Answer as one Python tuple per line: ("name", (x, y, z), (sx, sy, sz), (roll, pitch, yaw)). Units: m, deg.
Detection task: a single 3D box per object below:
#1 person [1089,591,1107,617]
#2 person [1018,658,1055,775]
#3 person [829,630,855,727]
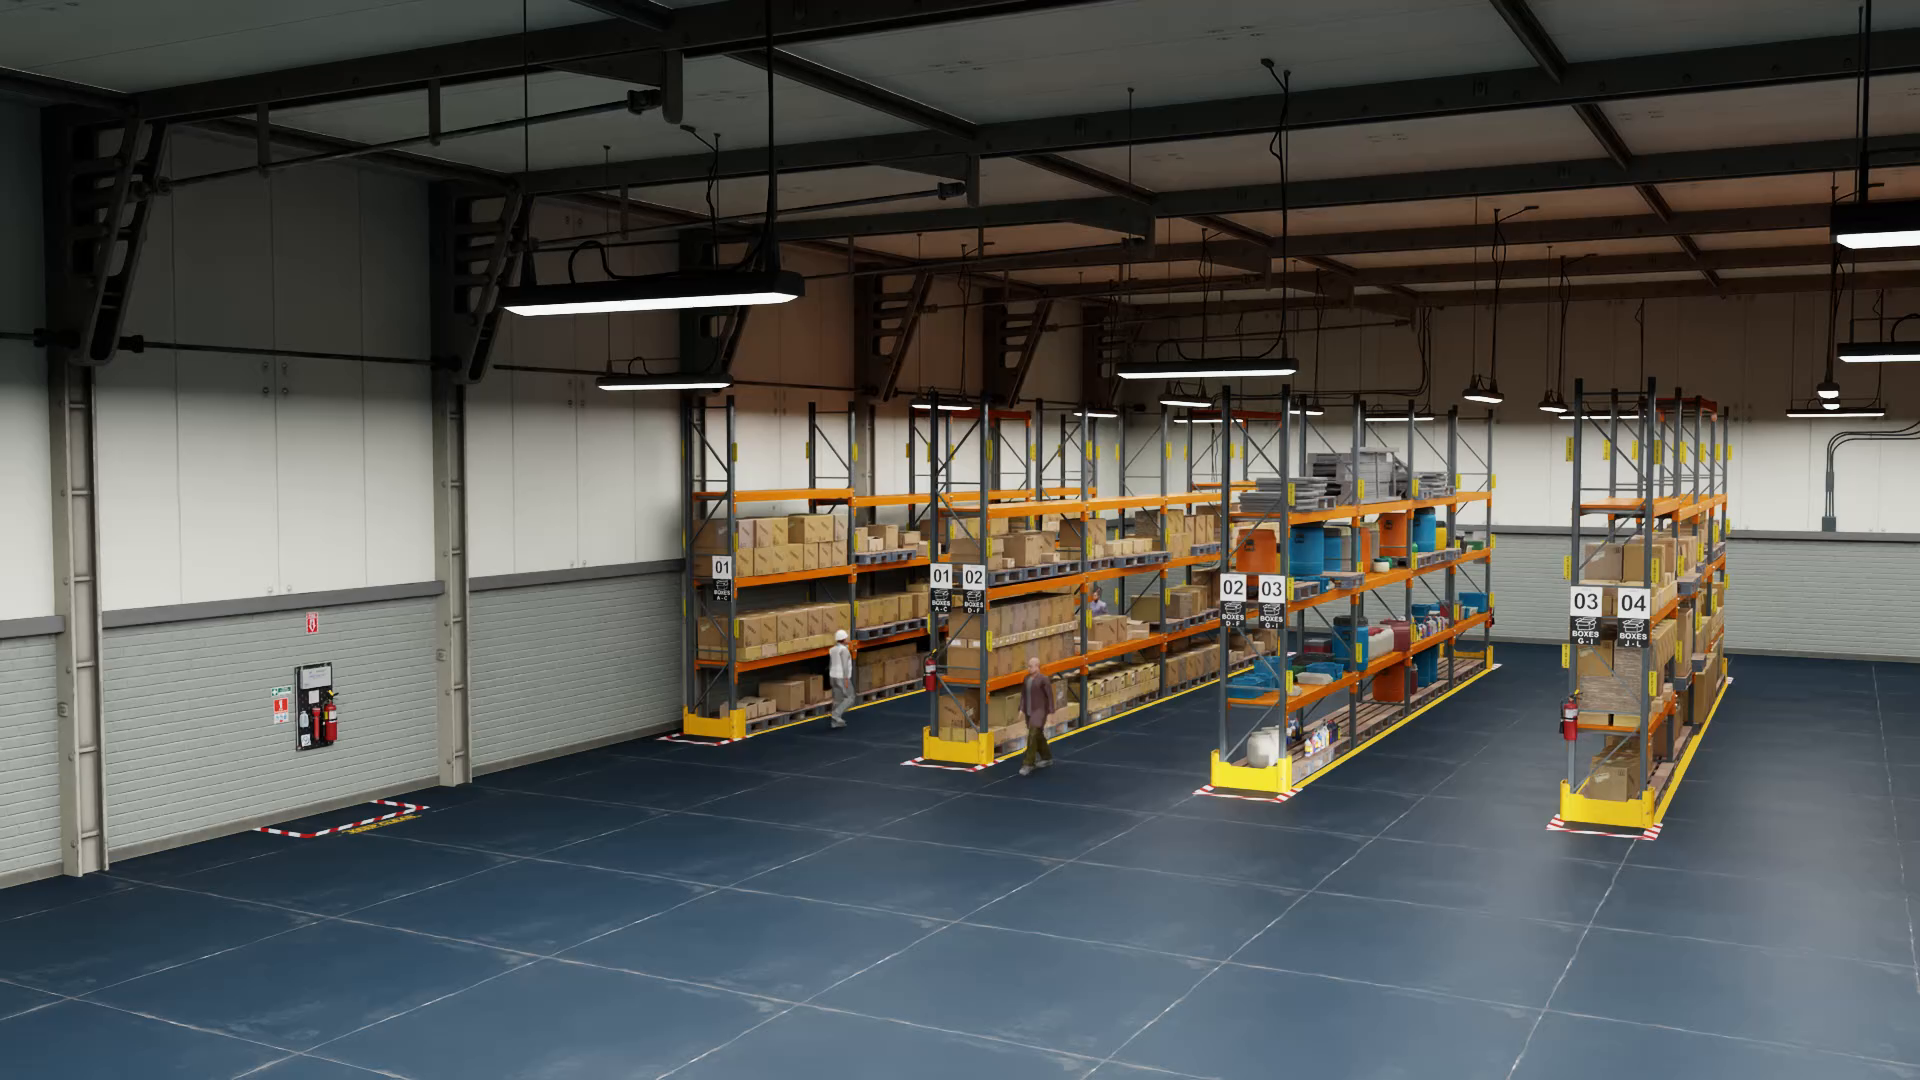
("person", (3.395, 2.054, 40.651), (0.486, 1.589, 0.838), (1, 3, 25))
("person", (1.142, 2.736, 26.131), (0.893, 1.763, 0.619), (-2, 4, -35))
("person", (-2.215, 2.522, 30.270), (0.486, 1.763, 0.575), (-2, 4, -38))
